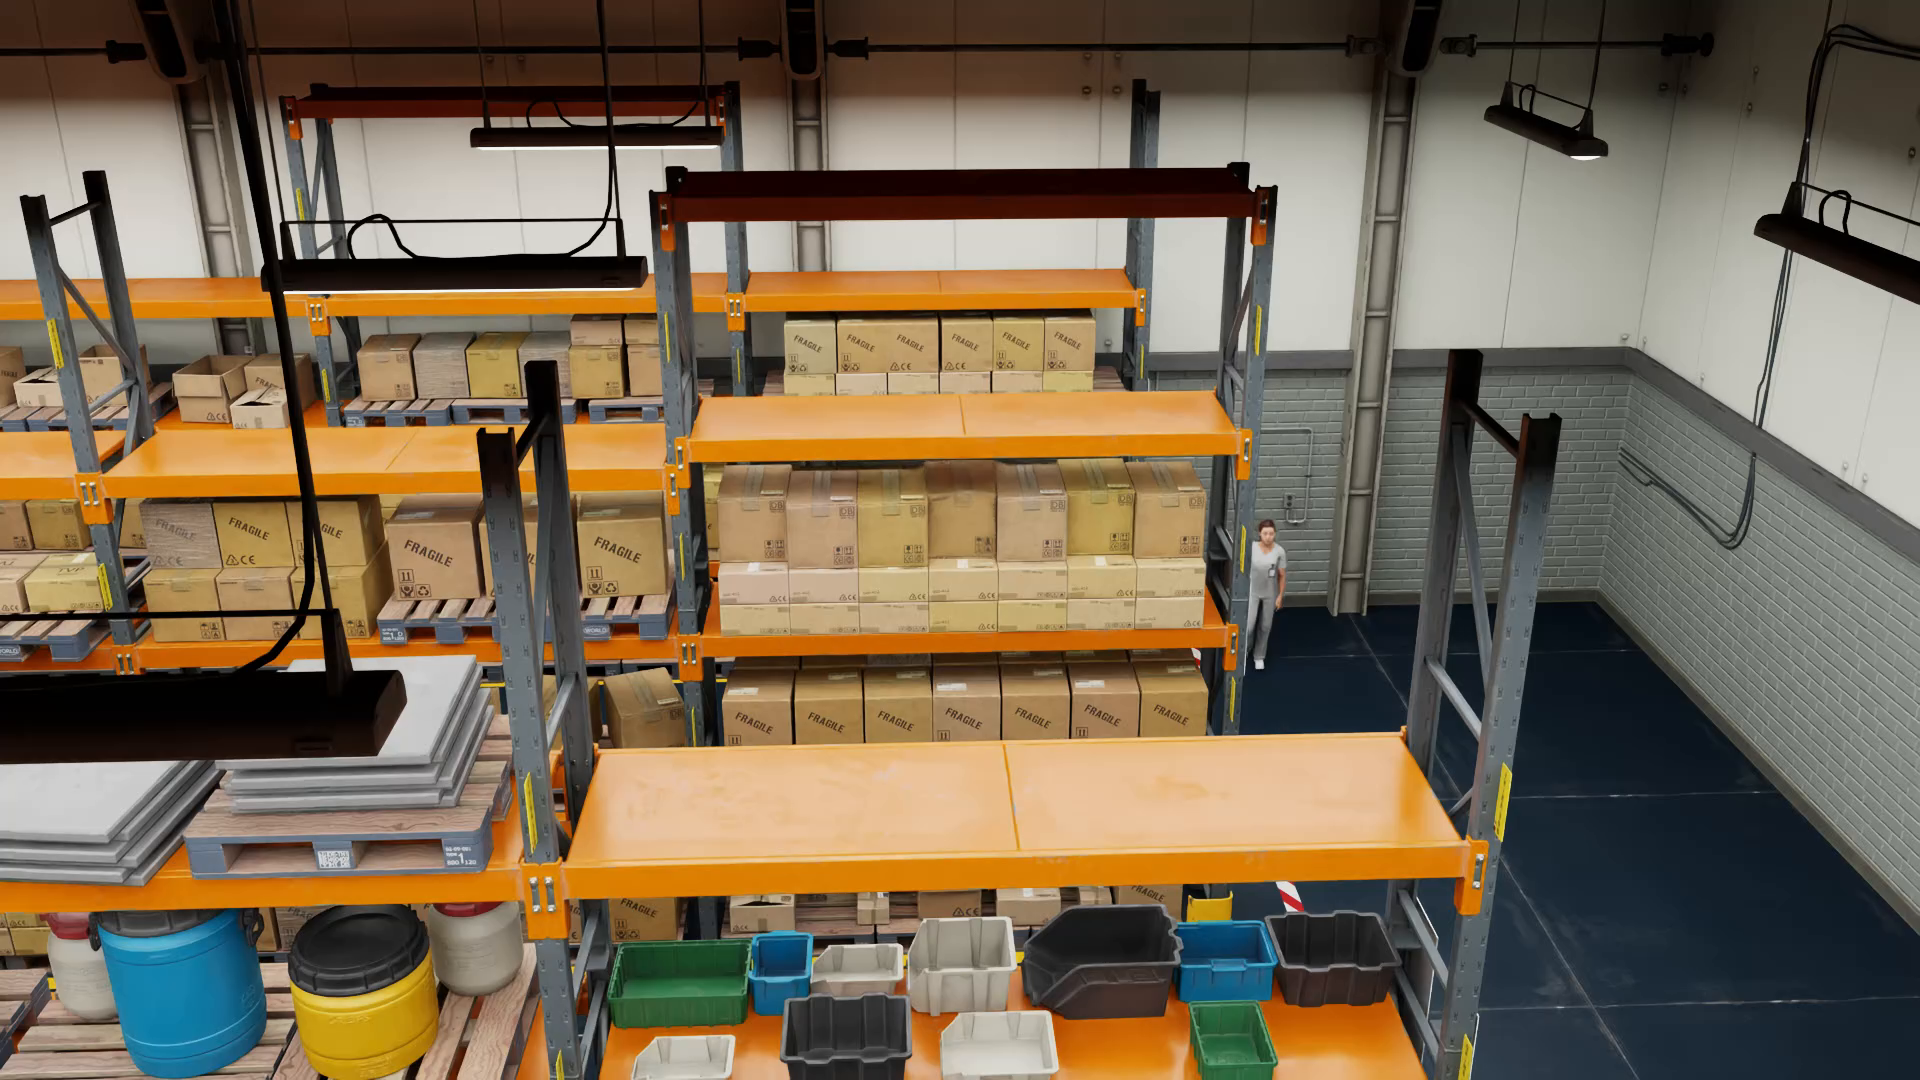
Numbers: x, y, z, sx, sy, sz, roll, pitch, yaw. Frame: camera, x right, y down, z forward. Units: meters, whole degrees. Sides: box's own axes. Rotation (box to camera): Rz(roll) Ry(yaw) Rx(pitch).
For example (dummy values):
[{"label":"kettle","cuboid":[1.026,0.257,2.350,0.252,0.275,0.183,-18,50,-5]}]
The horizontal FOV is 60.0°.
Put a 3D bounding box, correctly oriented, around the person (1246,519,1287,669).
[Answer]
[{"label":"person","cuboid":[3.169,0.581,17.456,0.479,1.668,0.423,-1,22,-3]}]
